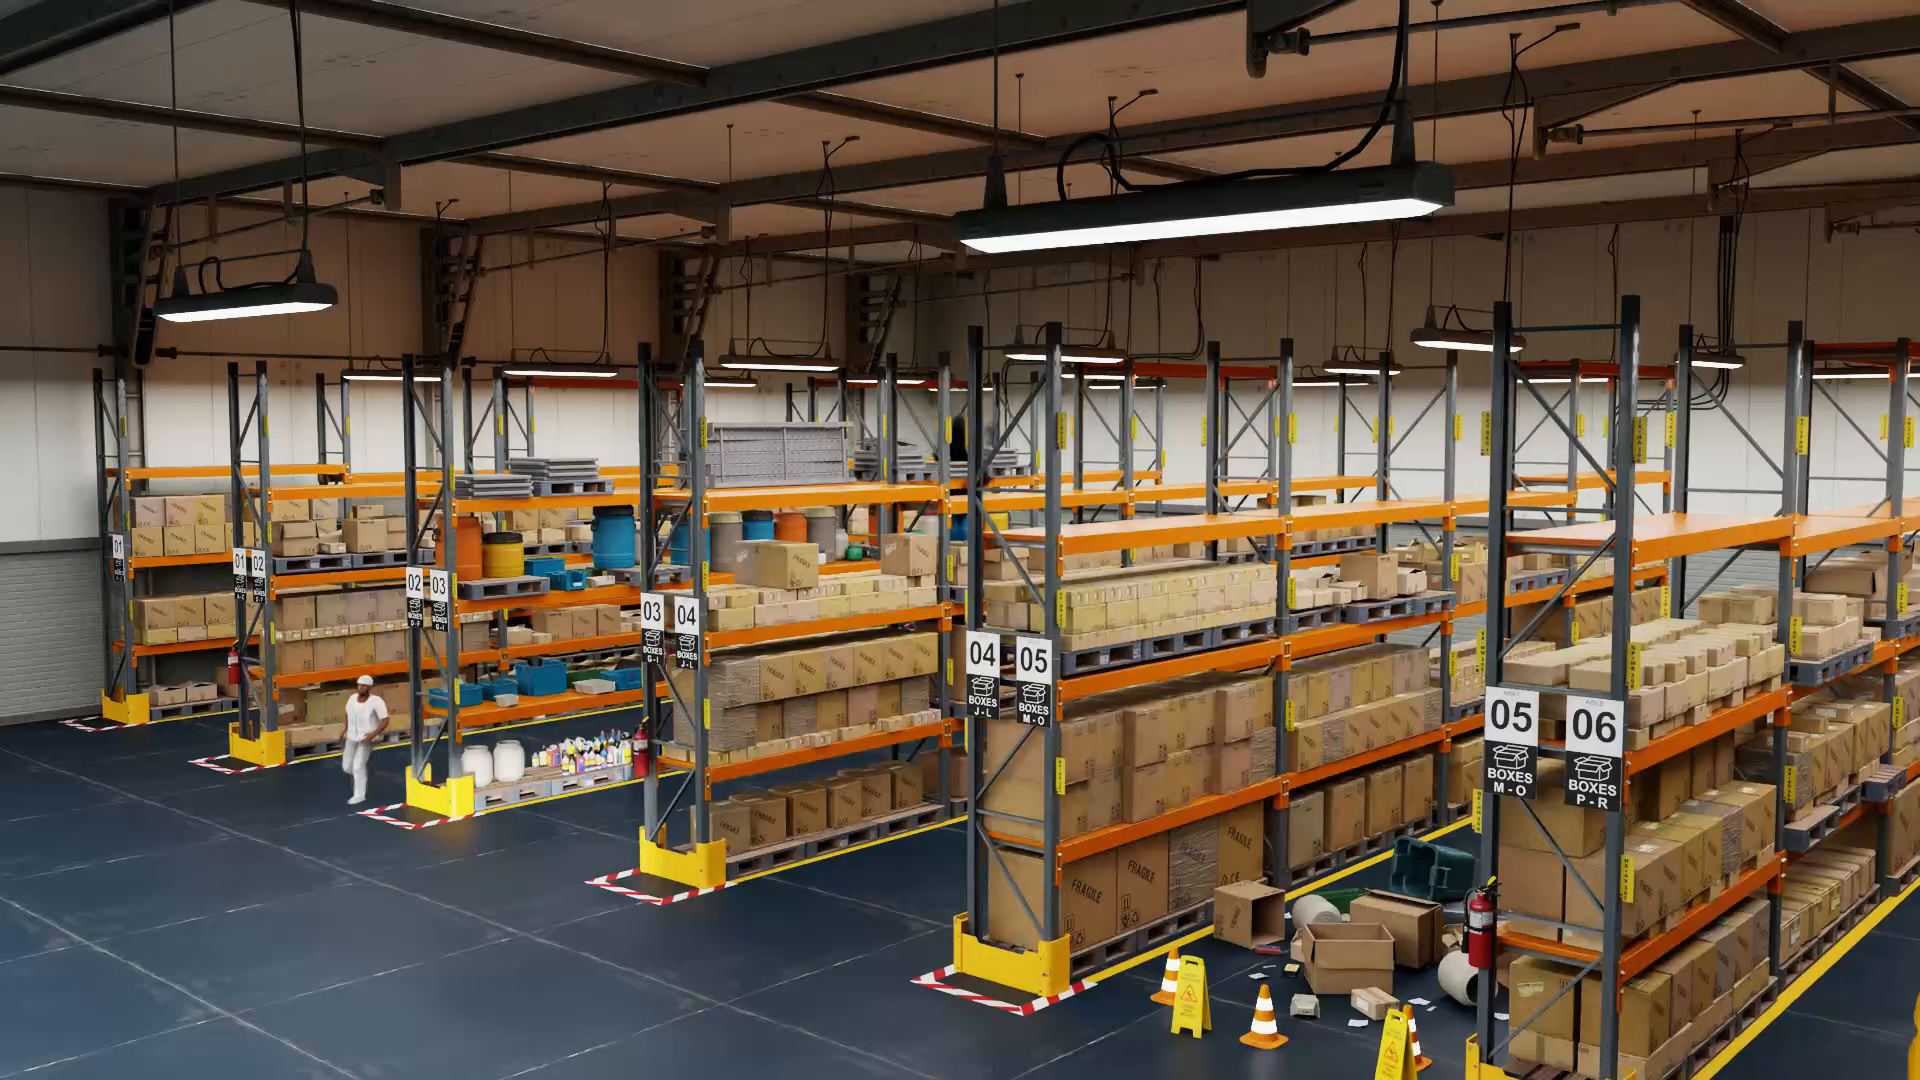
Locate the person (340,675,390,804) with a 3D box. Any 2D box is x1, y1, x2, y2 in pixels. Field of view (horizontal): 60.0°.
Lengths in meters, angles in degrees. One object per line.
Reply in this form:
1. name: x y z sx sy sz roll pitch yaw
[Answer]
1. person: -8.016 2.675 22.429 0.721 1.742 0.581 1 4 13
